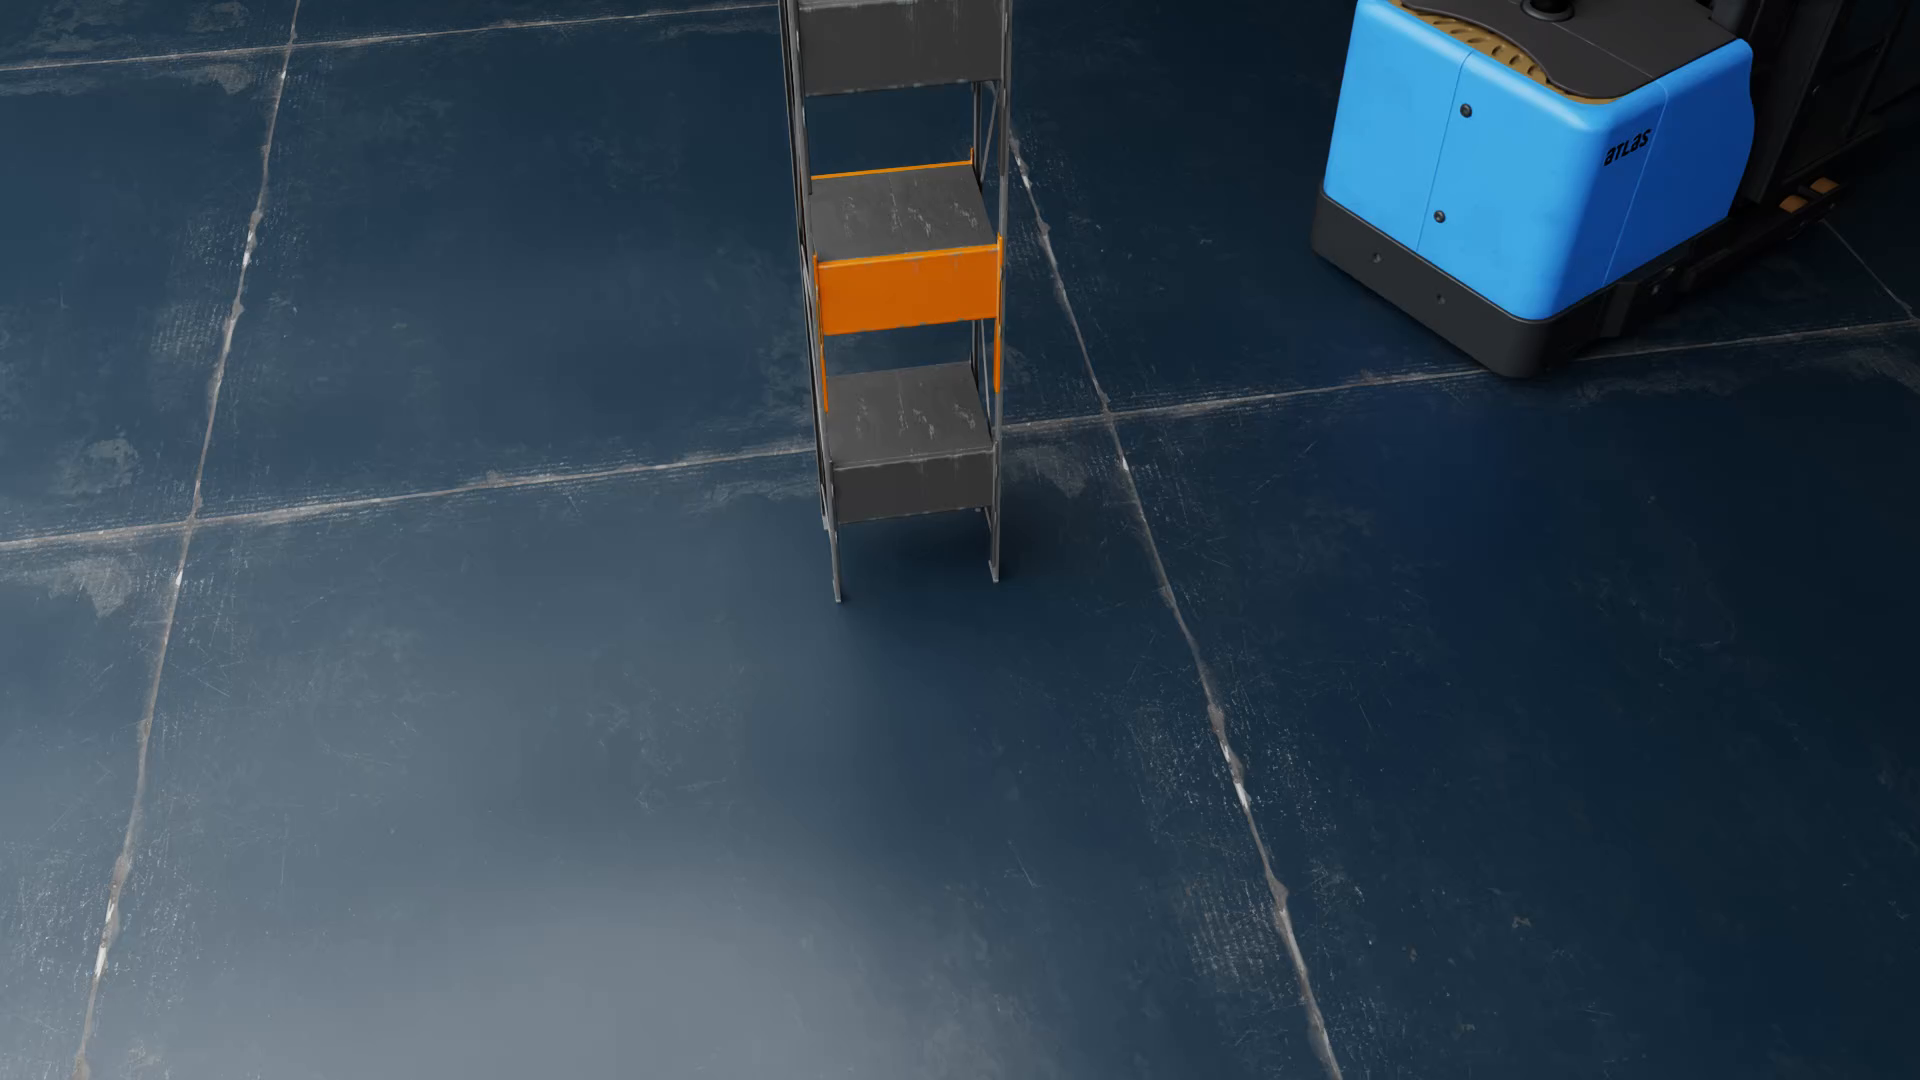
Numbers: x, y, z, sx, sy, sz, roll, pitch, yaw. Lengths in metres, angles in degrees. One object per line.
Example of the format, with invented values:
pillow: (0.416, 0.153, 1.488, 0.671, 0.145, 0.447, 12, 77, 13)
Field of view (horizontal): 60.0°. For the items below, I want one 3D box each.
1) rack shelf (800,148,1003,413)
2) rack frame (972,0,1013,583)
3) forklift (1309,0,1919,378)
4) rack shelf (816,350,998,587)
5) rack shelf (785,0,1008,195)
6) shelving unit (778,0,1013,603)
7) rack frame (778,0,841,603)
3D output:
rack shelf: (-0.163, -0.699, 4.484, 0.480, 0.518, 0.431, -7, 46, -7)
rack frame: (0.077, -0.738, 4.503, 0.015, 2.100, 0.400, -7, 46, -7)
forklift: (2.791, -2.443, 5.568, 3.031, 2.935, 1.130, -28, 52, -24)
rack shelf: (-0.163, -0.213, 4.988, 0.480, 0.518, 0.431, -7, 46, -7)
rack shelf: (-0.163, -1.184, 3.980, 0.480, 0.518, 0.431, -7, 46, -7)
shelving unit: (-0.163, -0.708, 4.474, 0.503, 2.100, 0.431, -7, 46, -7)
rack frame: (-0.404, -0.678, 4.445, 0.015, 2.100, 0.400, -7, 46, -7)
